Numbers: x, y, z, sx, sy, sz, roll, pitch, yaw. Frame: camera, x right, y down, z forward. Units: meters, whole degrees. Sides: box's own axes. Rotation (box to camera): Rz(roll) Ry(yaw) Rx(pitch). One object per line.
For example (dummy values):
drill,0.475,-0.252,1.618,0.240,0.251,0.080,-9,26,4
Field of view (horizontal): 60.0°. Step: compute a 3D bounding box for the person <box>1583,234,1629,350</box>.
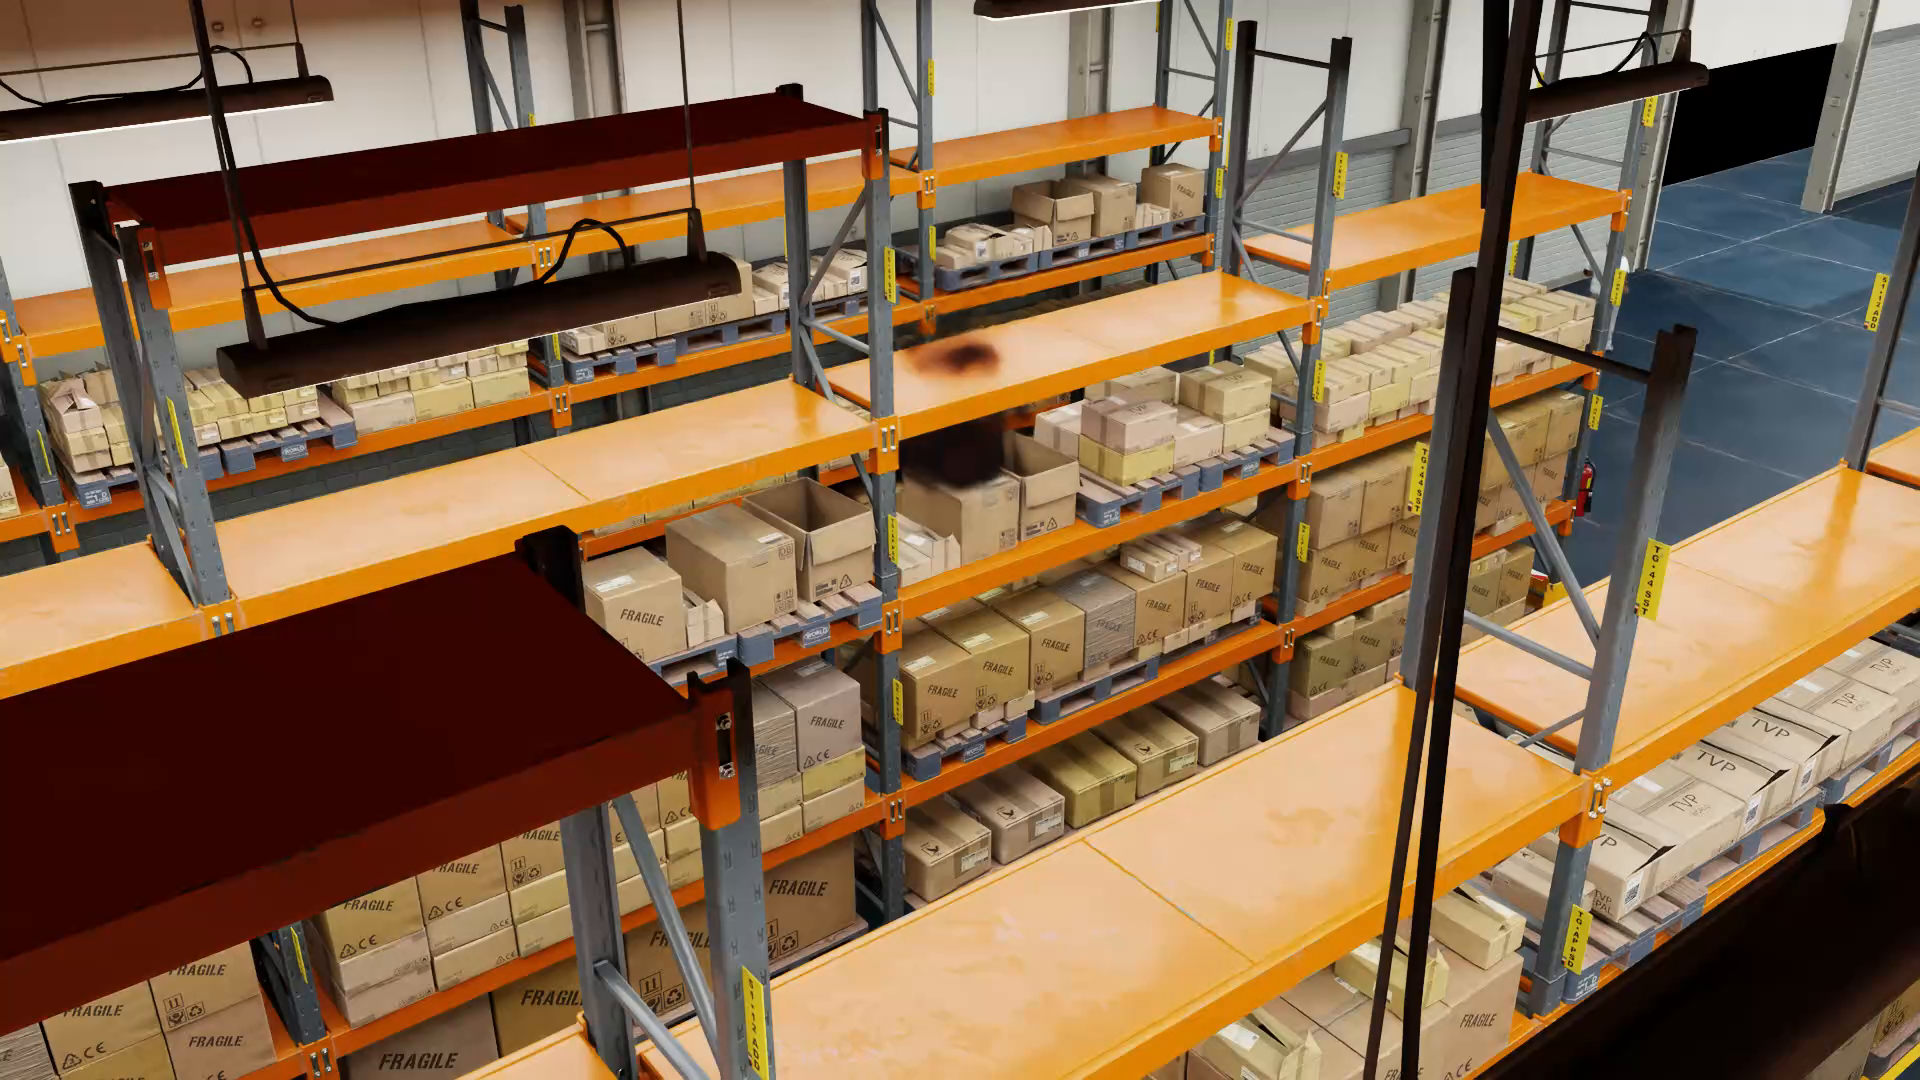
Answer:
person,8.943,-3.407,23.062,0.700,1.773,0.968,22,34,37
